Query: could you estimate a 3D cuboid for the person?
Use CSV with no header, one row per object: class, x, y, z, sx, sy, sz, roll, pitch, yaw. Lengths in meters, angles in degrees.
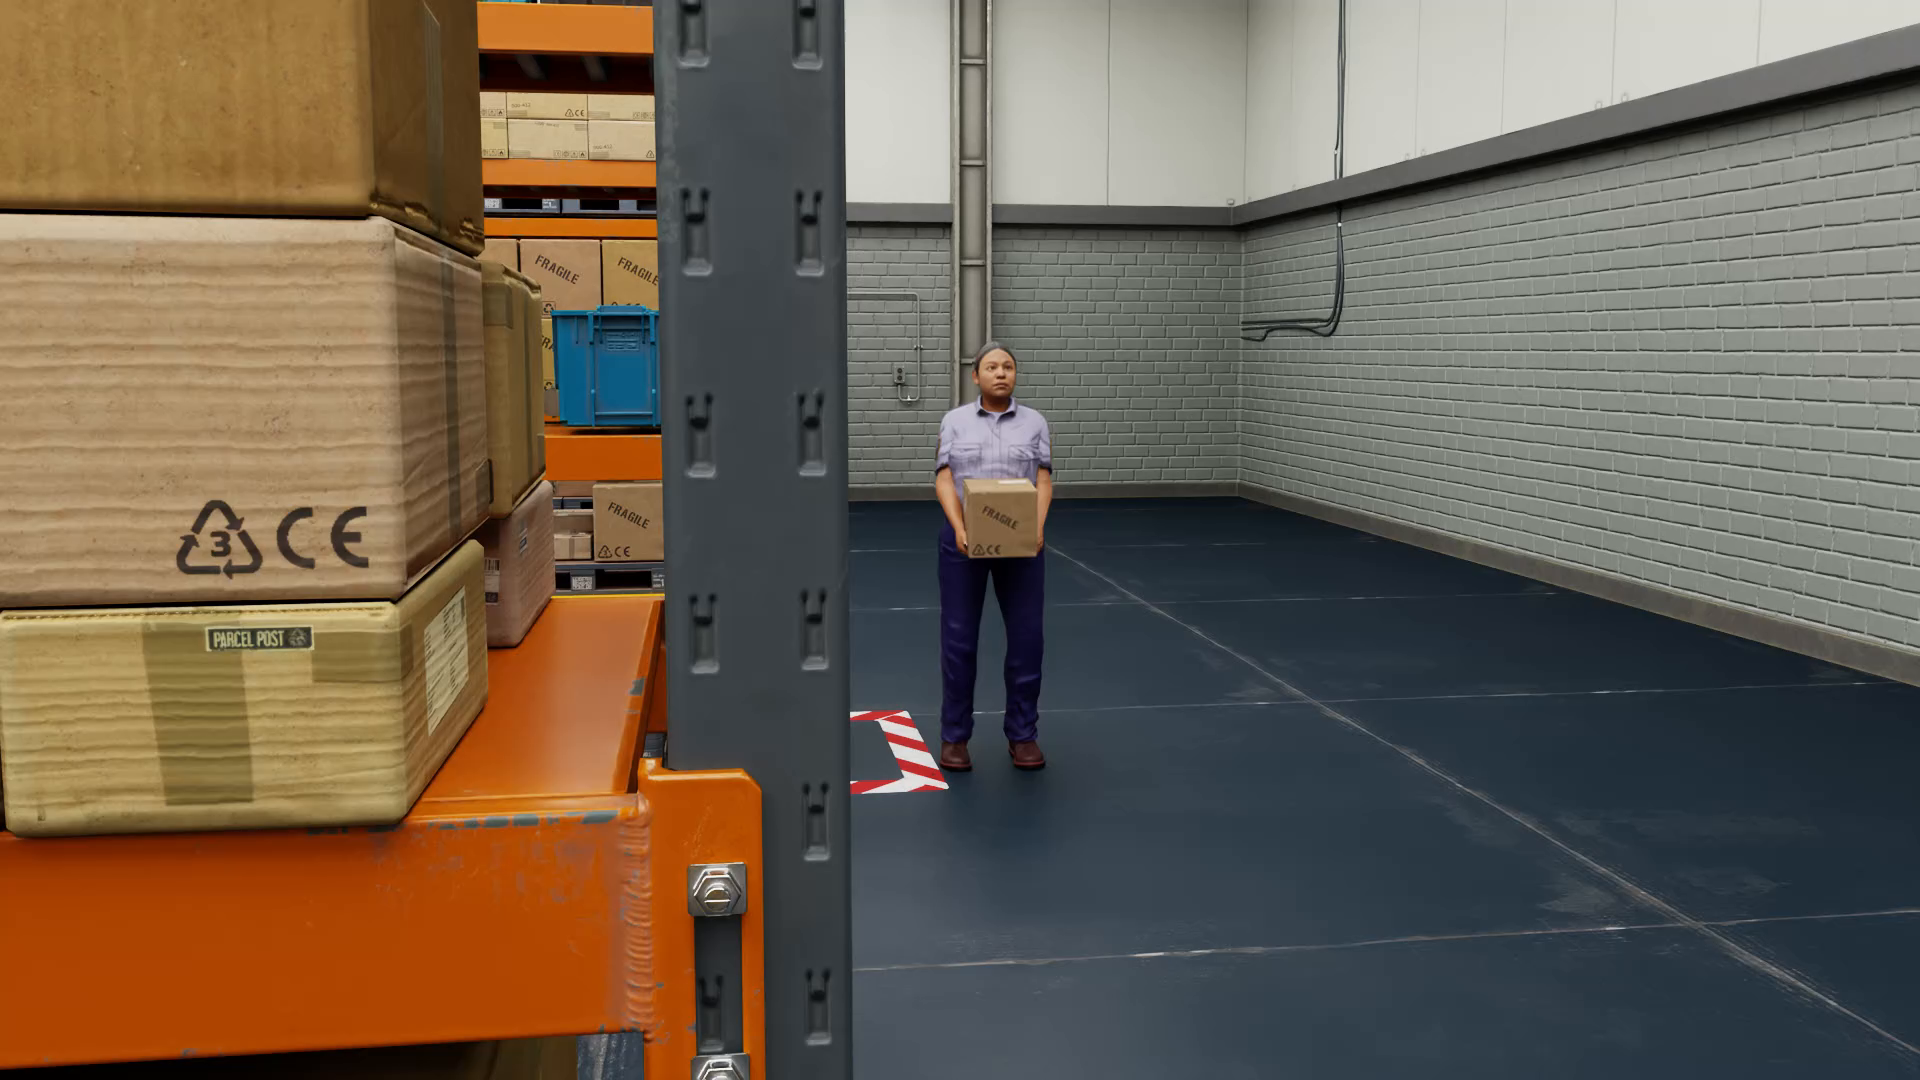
person,0.137,0.062,6.387,0.460,1.640,0.518,-1,7,-5
